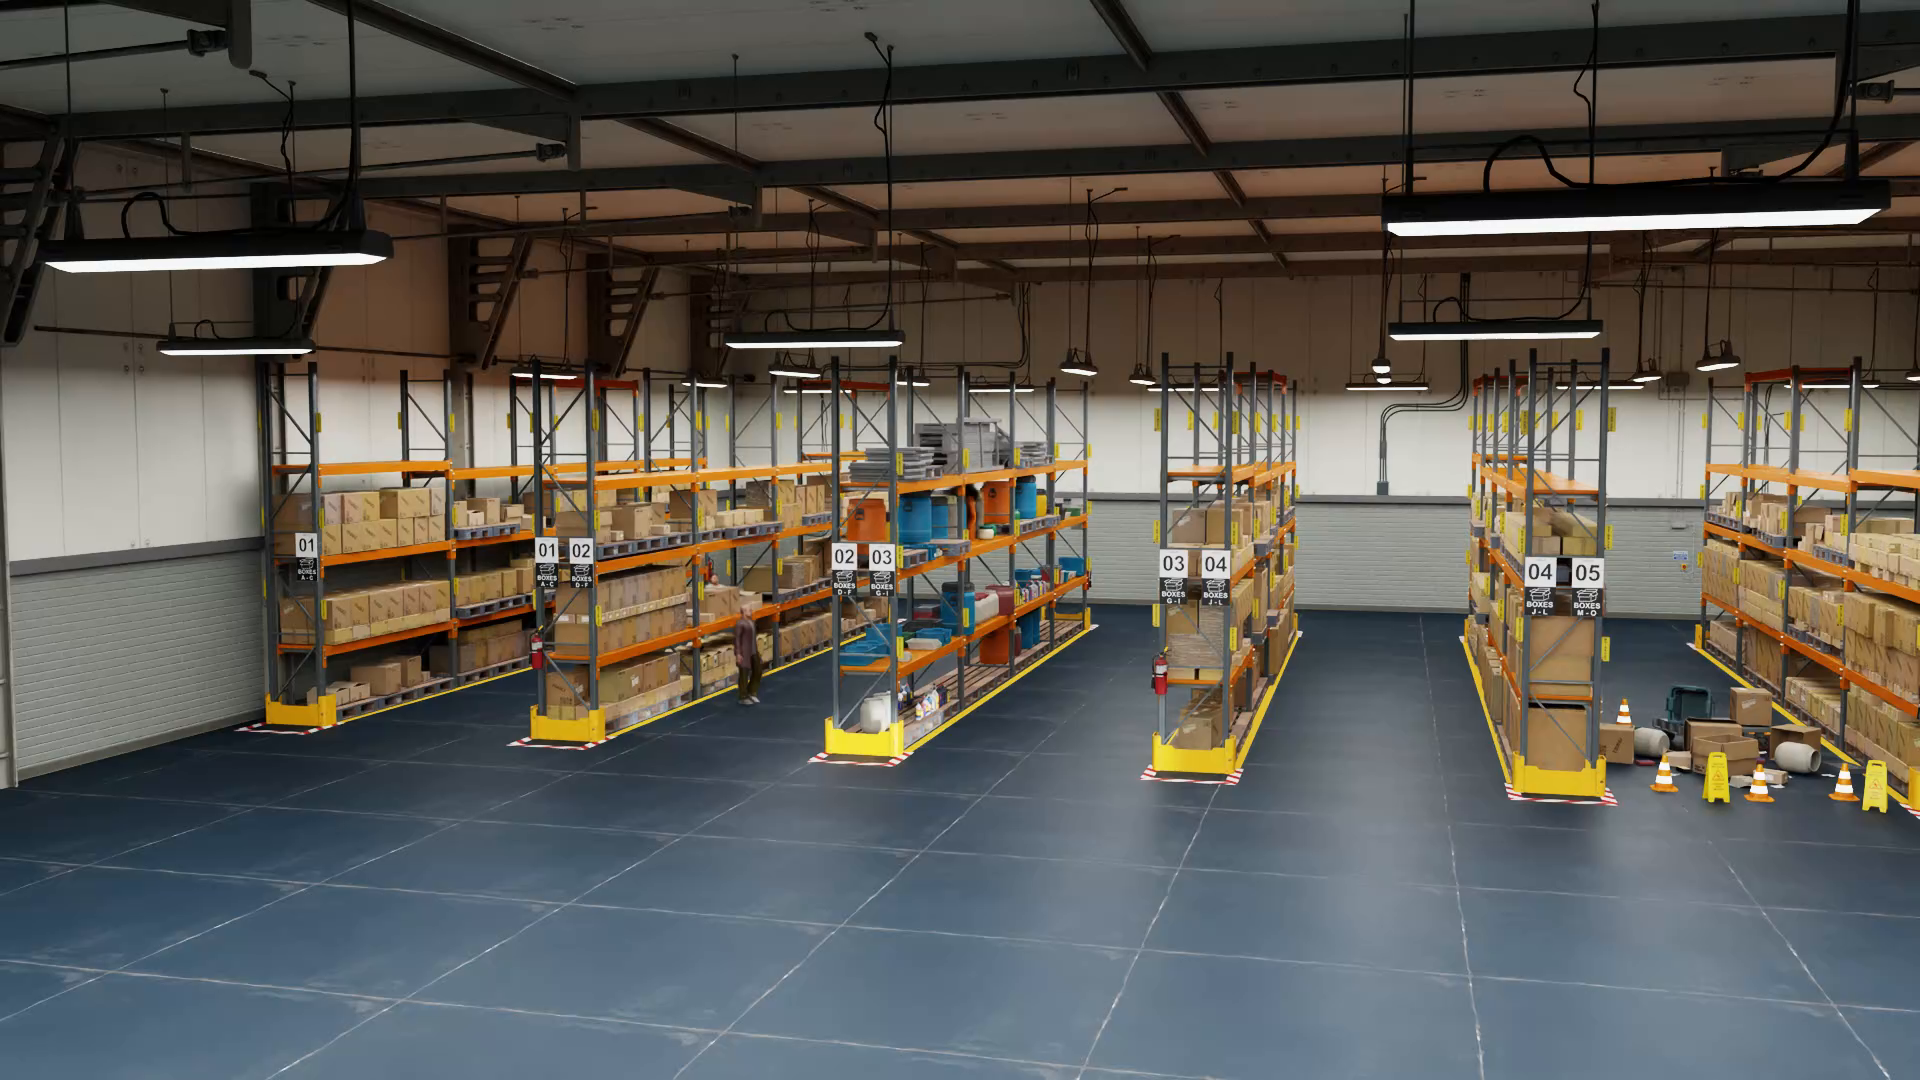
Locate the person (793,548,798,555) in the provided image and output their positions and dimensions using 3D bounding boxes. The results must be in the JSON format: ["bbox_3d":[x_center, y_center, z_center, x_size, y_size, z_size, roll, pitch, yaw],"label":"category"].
[{"bbox_3d":[-4.349,1.058,43.622,0.547,1.705,0.613,1,4,12],"label":"person"}]

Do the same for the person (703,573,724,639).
[{"bbox_3d":[-5.545,1.560,37.479,0.625,1.649,0.982,1,4,14],"label":"person"}]

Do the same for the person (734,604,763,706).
[{"bbox_3d":[-3.773,2.041,29.543,0.421,1.811,0.687,2,5,30],"label":"person"}]

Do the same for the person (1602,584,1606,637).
[{"bbox_3d":[14.096,1.553,36.901,0.426,1.724,0.567,1,4,14],"label":"person"}]
